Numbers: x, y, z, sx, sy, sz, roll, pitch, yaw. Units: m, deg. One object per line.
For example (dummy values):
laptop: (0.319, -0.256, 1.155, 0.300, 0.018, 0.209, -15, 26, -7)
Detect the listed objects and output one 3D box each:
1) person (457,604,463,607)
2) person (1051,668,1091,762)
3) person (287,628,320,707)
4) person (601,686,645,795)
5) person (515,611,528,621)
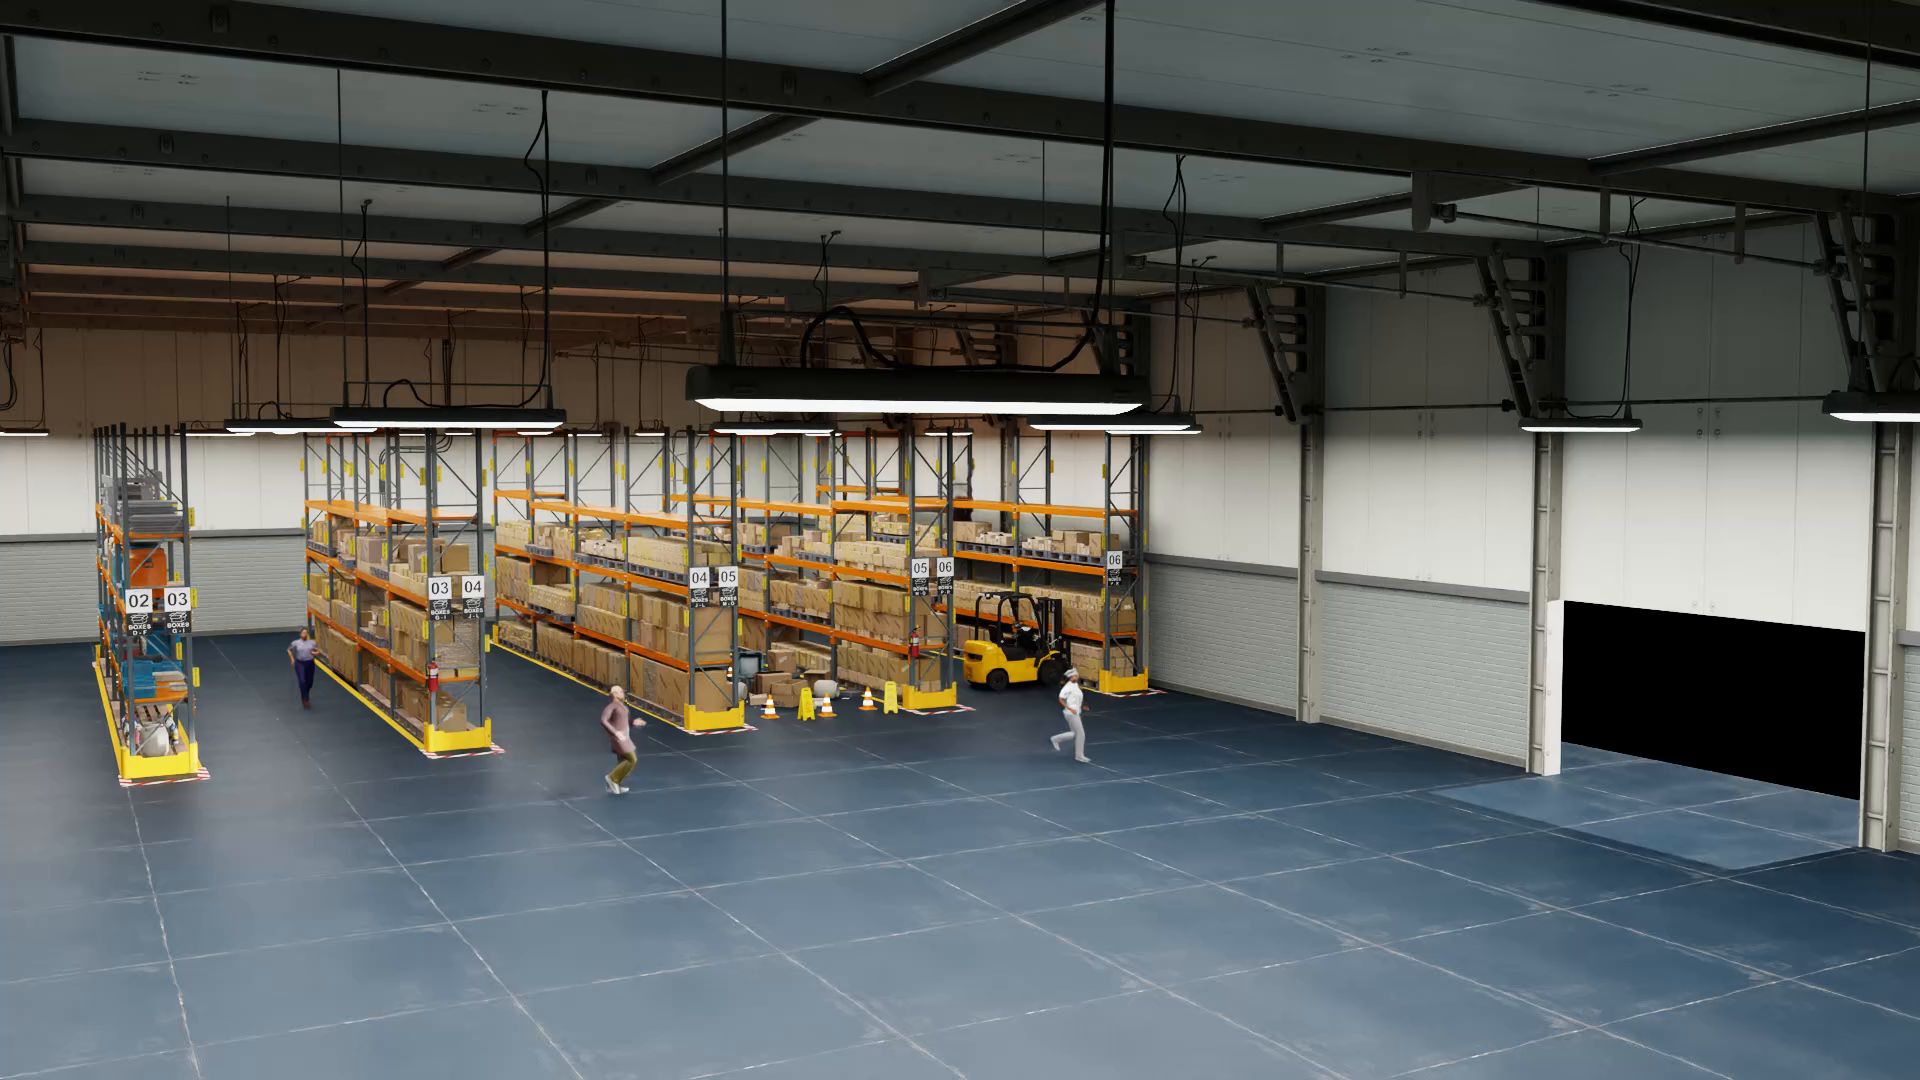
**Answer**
person: (-14.124, 2.053, 47.358, 0.791, 1.710, 0.845, 2, 4, 32)
person: (1.960, 3.106, 29.642, 0.760, 1.686, 0.577, 1, 4, 19)
person: (-14.083, 2.716, 35.752, 0.602, 1.643, 0.940, -3, 4, -38)
person: (-5.415, 3.217, 26.800, 0.642, 1.740, 0.695, 0, 3, -1)
person: (-12.751, 1.967, 48.539, 0.929, 1.612, 0.591, -1, 4, -23)
